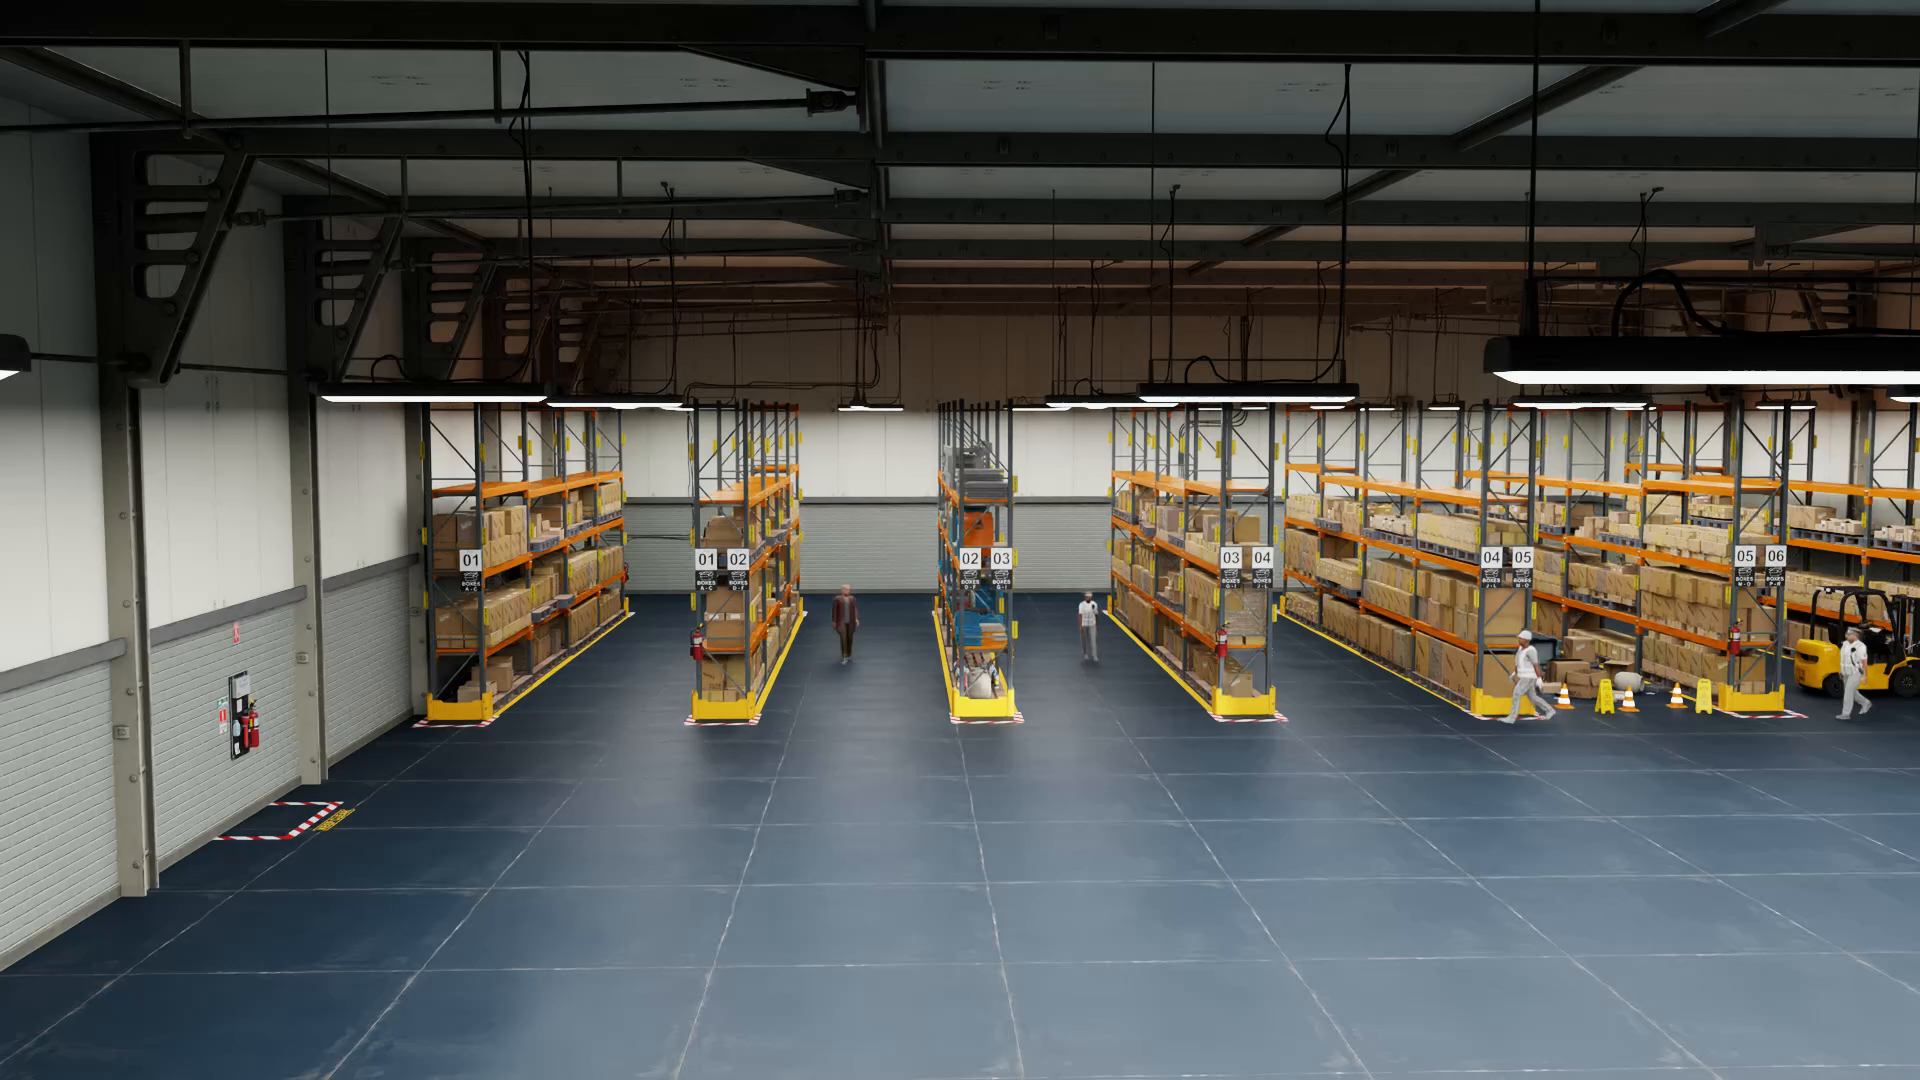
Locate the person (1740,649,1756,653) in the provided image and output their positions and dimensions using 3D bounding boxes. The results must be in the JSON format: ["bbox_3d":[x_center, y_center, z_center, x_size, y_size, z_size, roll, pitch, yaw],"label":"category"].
[{"bbox_3d":[17.057,2.158,36.072,0.580,1.666,0.737,0,4,0],"label":"person"}]

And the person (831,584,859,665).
[{"bbox_3d":[-2.597,1.940,38.349,0.598,1.803,0.733,-2,5,-24],"label":"person"}]

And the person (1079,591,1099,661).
[{"bbox_3d":[2.966,1.980,38.298,0.464,1.625,0.992,0,4,5],"label":"person"}]

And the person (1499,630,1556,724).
[{"bbox_3d":[10.489,2.532,30.676,1.117,1.731,0.630,0,4,1],"label":"person"}]

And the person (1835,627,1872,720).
[{"bbox_3d":[16.784,2.476,31.185,0.953,1.730,0.560,-1,5,-16],"label":"person"}]
